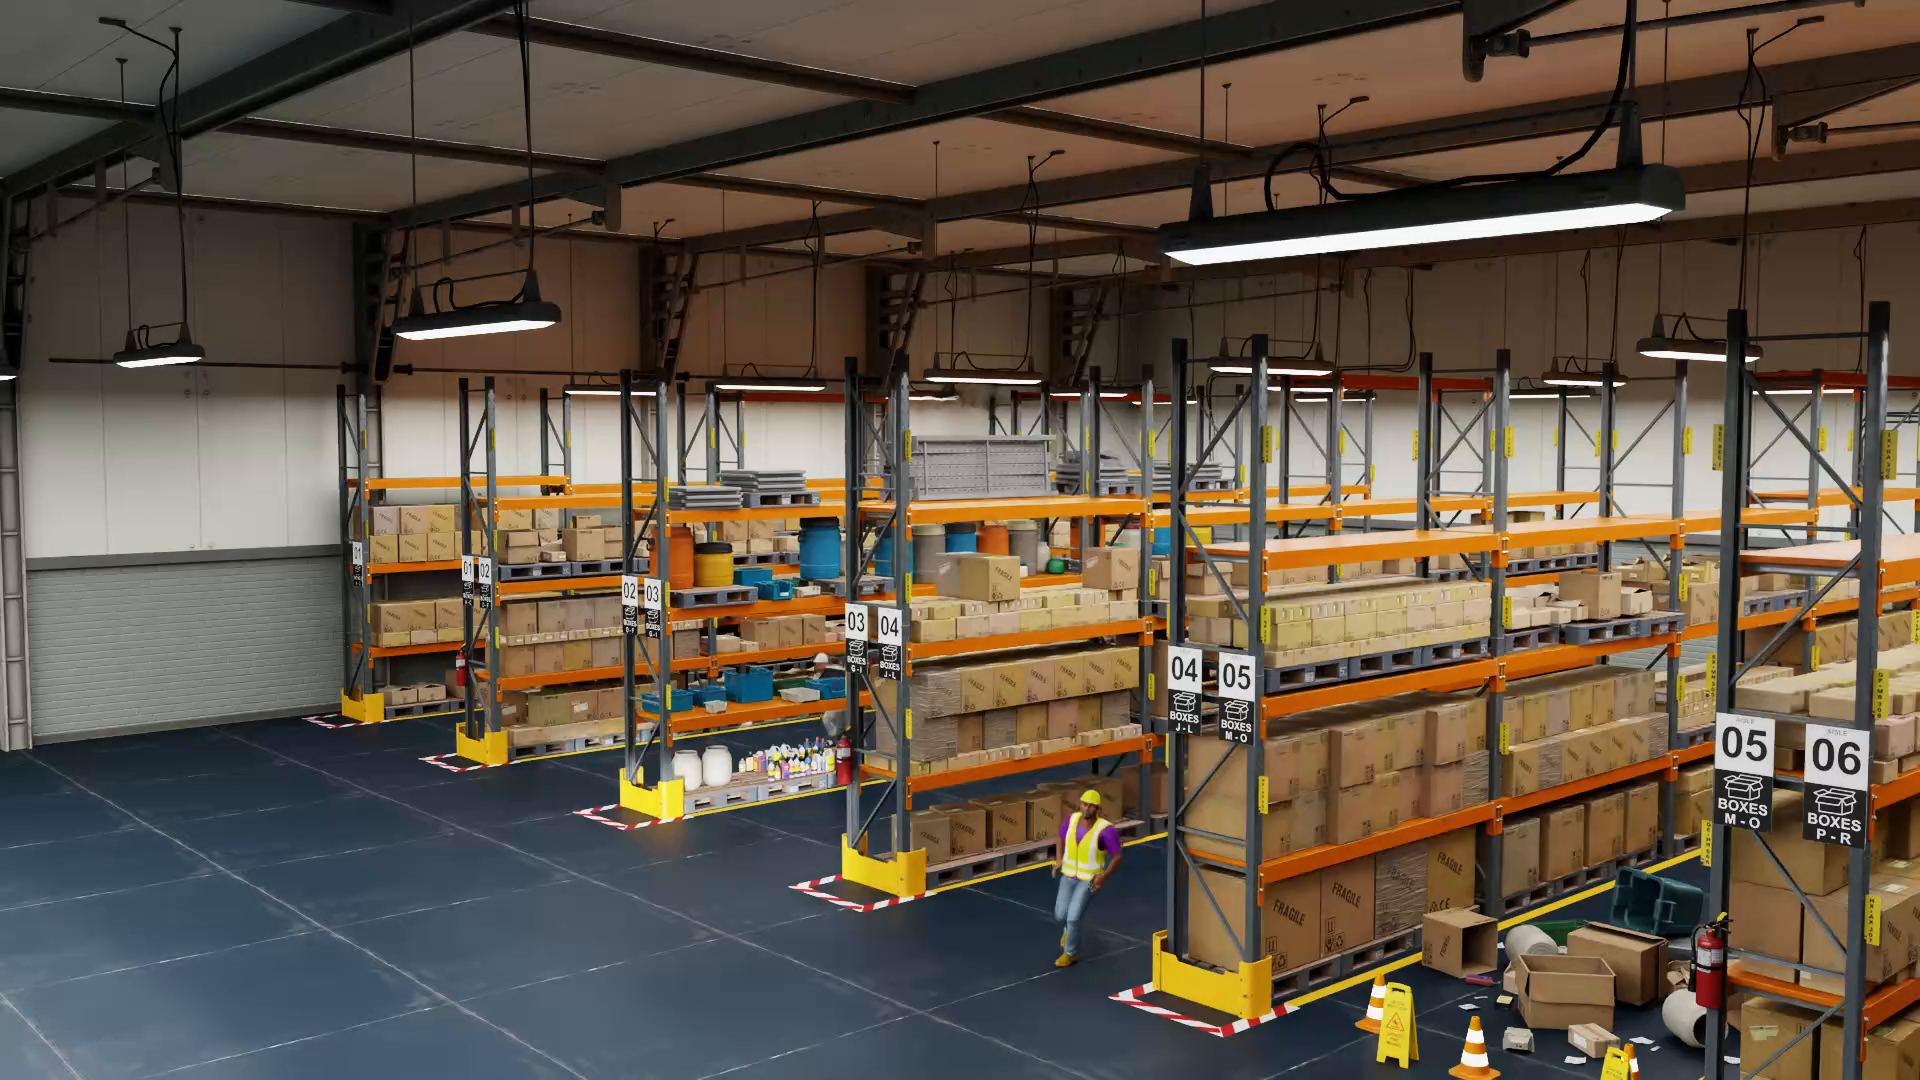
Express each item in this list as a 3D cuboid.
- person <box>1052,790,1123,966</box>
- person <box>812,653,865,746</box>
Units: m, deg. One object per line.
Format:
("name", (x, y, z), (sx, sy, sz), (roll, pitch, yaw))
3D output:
("person", (1.240, 3.252, 16.123), (0.725, 1.713, 0.566), (2, 4, 28))
("person", (-1.915, 2.616, 26.423), (0.995, 1.691, 0.706), (-3, 5, -37))
